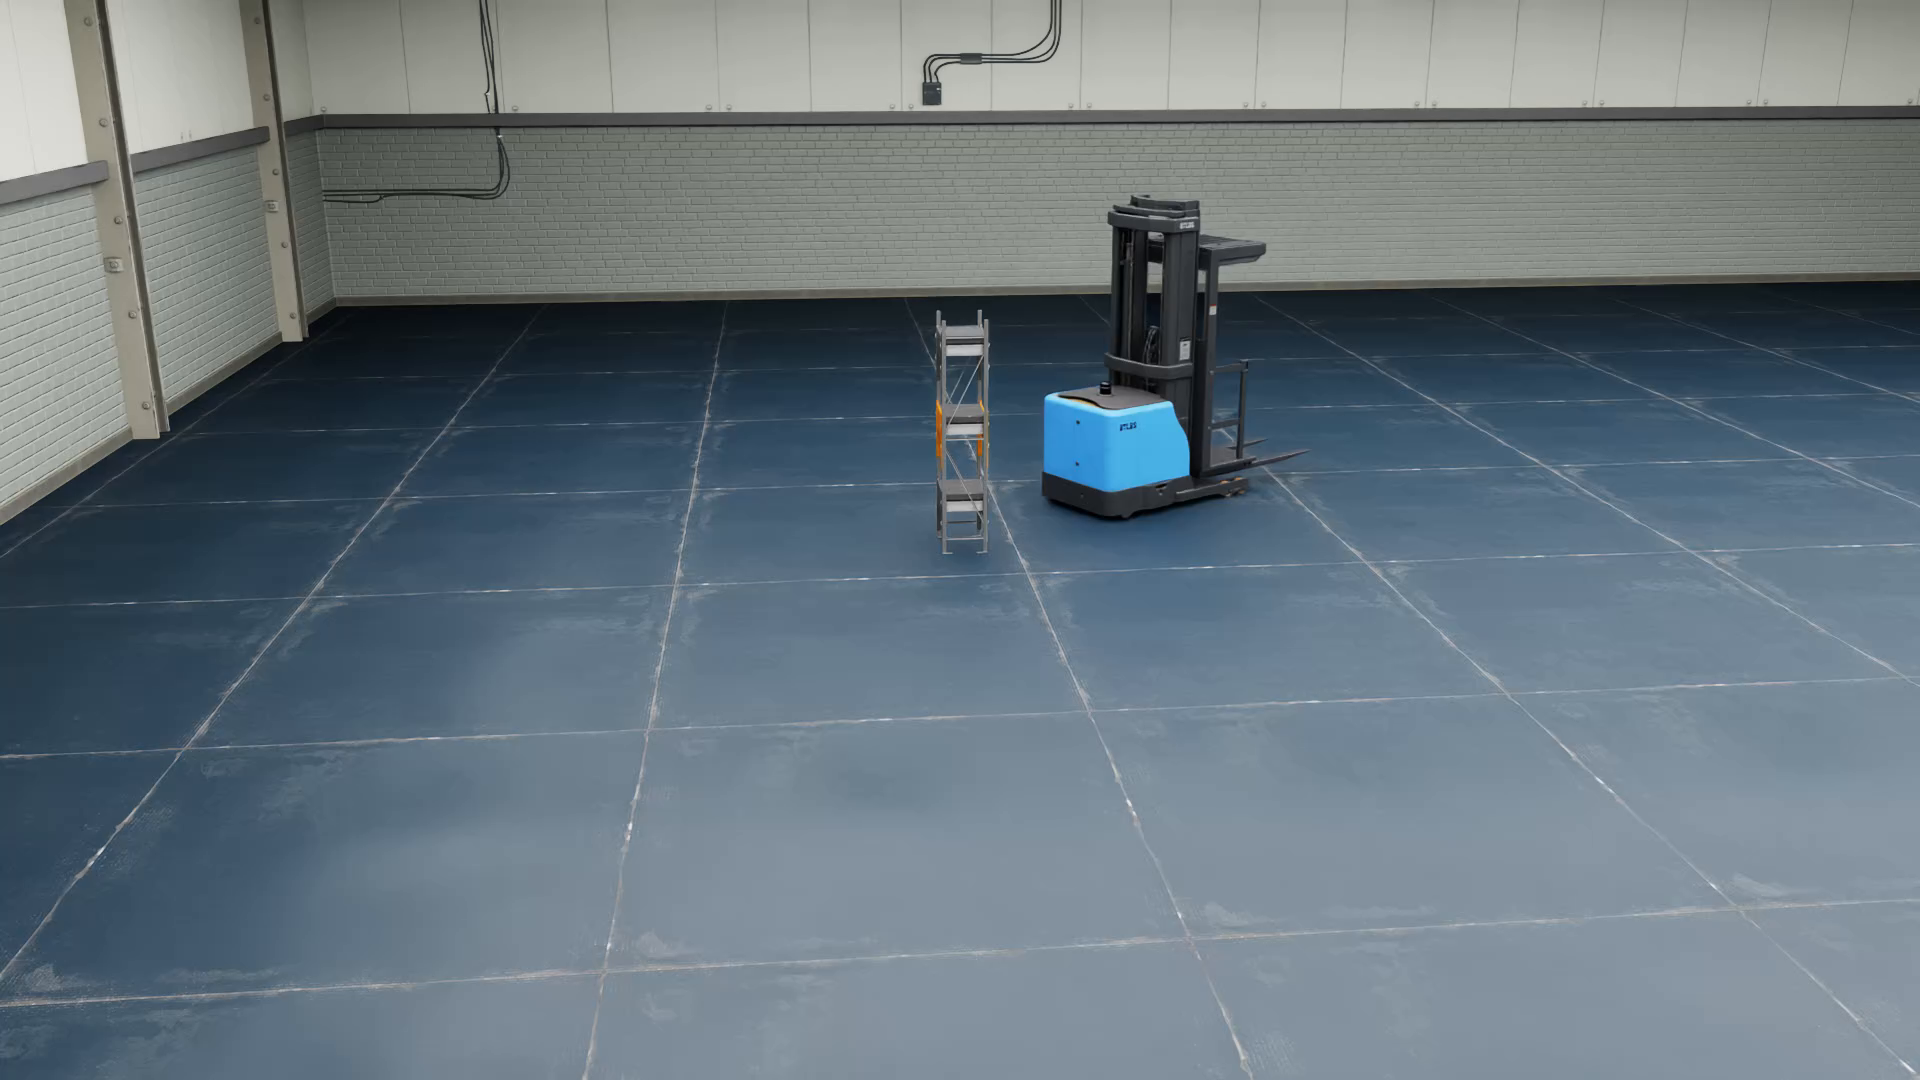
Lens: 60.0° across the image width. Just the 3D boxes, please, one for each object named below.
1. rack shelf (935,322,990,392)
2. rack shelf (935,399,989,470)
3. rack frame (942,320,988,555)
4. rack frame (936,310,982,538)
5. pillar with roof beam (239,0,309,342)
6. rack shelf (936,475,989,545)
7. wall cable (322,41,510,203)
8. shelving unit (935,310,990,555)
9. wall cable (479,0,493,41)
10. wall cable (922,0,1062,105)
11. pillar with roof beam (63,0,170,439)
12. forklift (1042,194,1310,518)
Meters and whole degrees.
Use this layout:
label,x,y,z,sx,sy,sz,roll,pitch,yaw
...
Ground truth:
label,x,y,z,sx,sy,sz,roll,pitch,yaw
rack shelf,0.017,-1.607,14.573,0.431,0.518,0.480,-2,18,-6
rack shelf,0.017,-0.939,14.782,0.431,0.518,0.480,-2,18,-6
rack frame,0.042,-0.880,14.547,0.400,2.100,0.015,-2,18,-6
rack frame,-0.008,-1.025,15.010,0.400,2.100,0.015,-2,18,-6
pillar with roof beam,-5.642,-7.425,23.877,9.100,9.000,0.400,-2,18,-6
rack shelf,0.017,-0.272,14.992,0.431,0.518,0.480,-2,18,-6
wall cable,-8.912,-6.729,26.844,3.097,2.526,0.112,-2,18,-6
shelving unit,0.017,-0.952,14.778,0.431,2.100,0.503,-2,18,-6
wall cable,-6.222,-9.222,26.354,3.097,2.526,0.112,-2,18,-6
wall cable,0.532,-10.122,26.789,2.305,6.003,0.169,-2,18,-6
pillar with roof beam,-5.023,-5.637,18.183,9.100,9.000,0.400,-2,18,-6
forklift,2.287,-1.939,16.533,3.031,2.935,1.130,-13,22,-35
